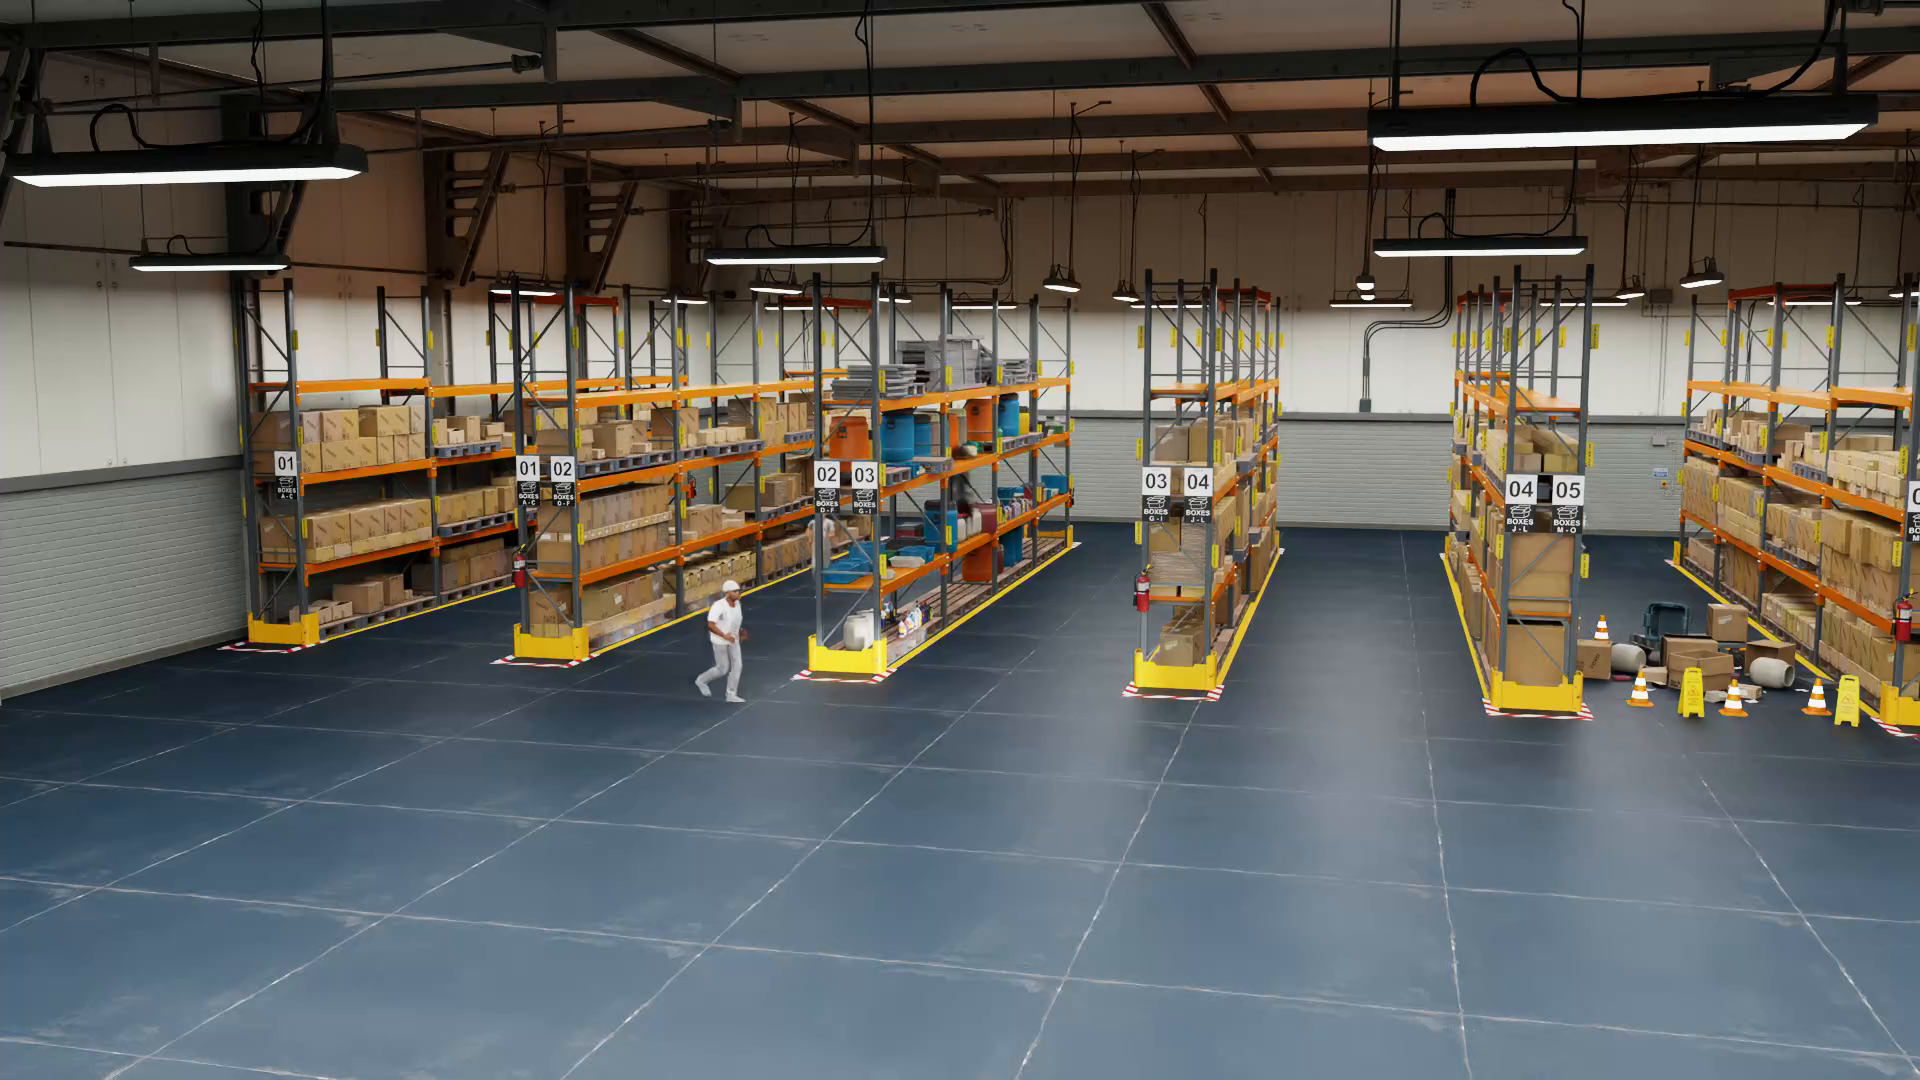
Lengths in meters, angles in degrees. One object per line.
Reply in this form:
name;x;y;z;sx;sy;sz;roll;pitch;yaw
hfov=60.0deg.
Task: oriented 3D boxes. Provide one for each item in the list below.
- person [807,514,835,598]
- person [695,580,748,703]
person;-2.587;0.208;30.801;0.556;1.738;0.688;1;7;5
person;-3.327;1.397;23.065;0.806;1.716;0.699;4;8;33
